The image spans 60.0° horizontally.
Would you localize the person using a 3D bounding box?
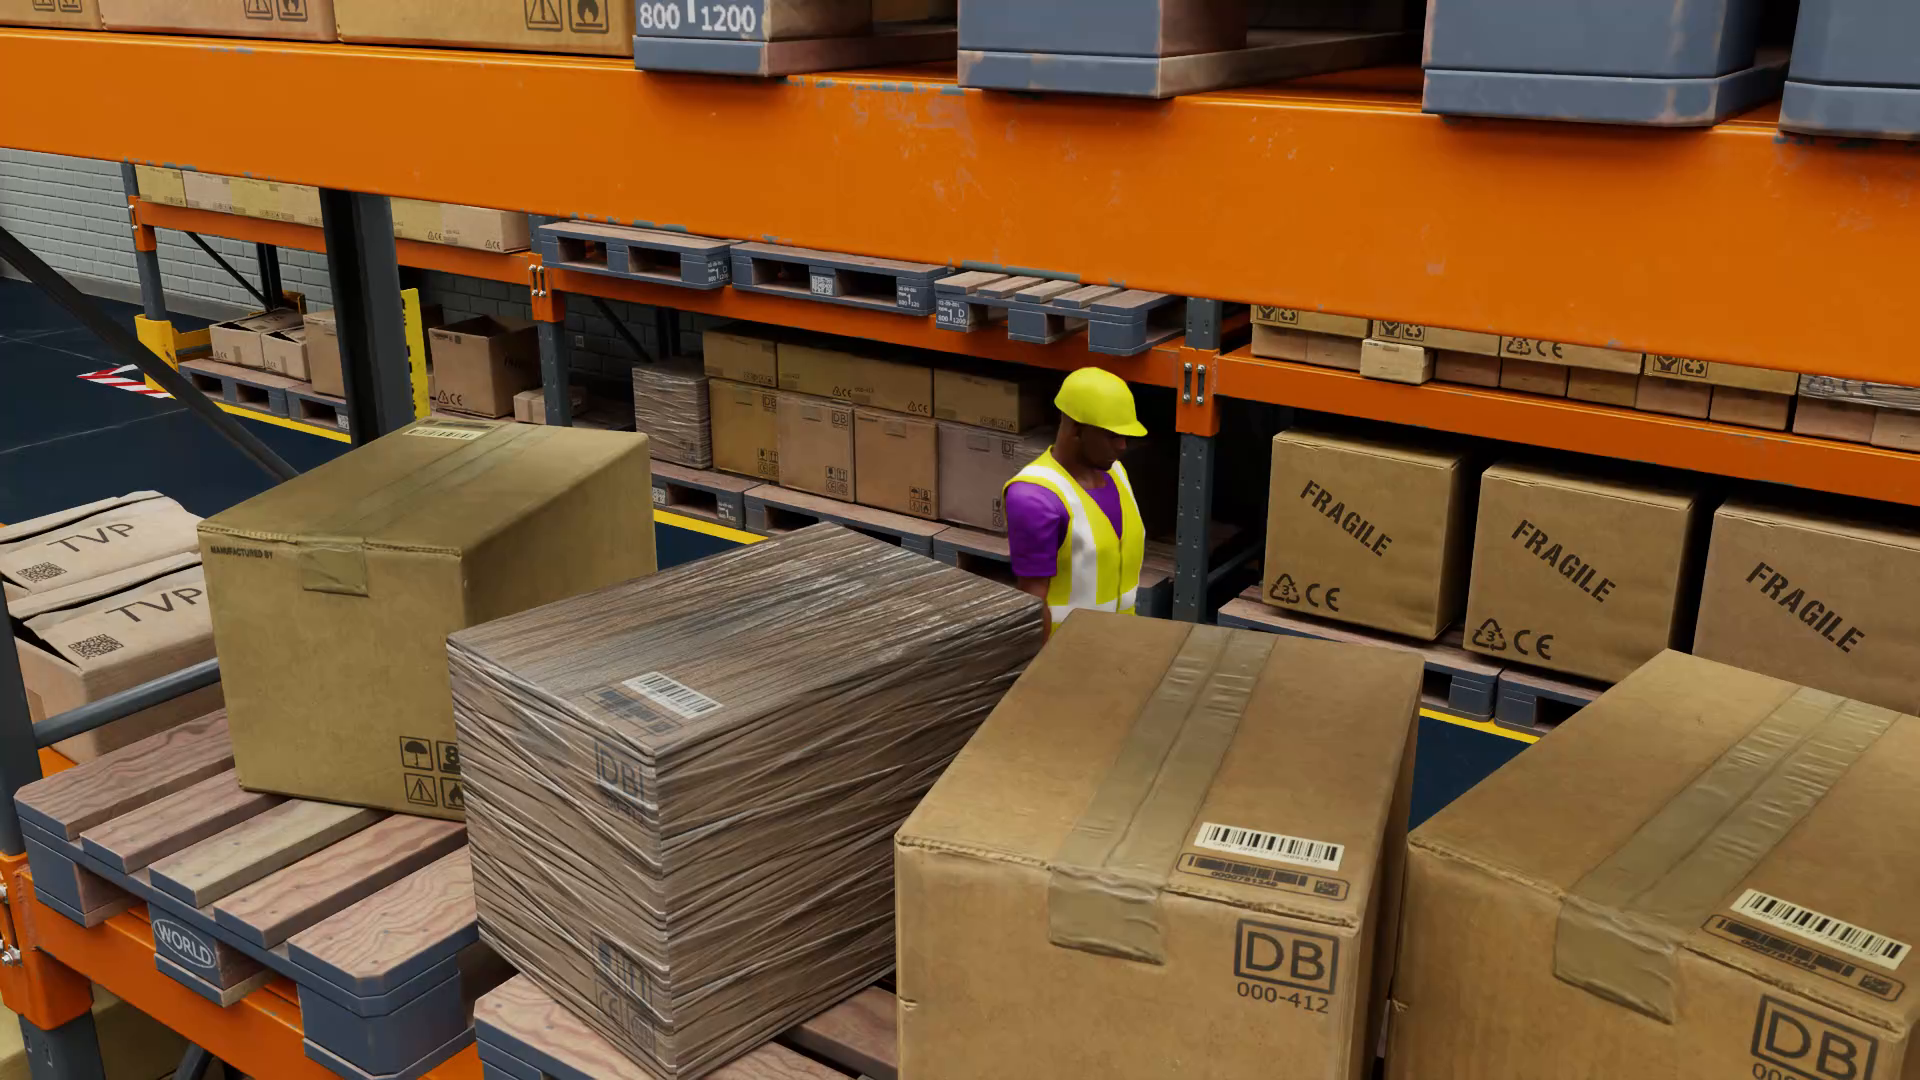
[{"bbox_3d":[0.373,0.326,5.134,0.368,1.758,0.568,13,24,33],"label":"person"}]
